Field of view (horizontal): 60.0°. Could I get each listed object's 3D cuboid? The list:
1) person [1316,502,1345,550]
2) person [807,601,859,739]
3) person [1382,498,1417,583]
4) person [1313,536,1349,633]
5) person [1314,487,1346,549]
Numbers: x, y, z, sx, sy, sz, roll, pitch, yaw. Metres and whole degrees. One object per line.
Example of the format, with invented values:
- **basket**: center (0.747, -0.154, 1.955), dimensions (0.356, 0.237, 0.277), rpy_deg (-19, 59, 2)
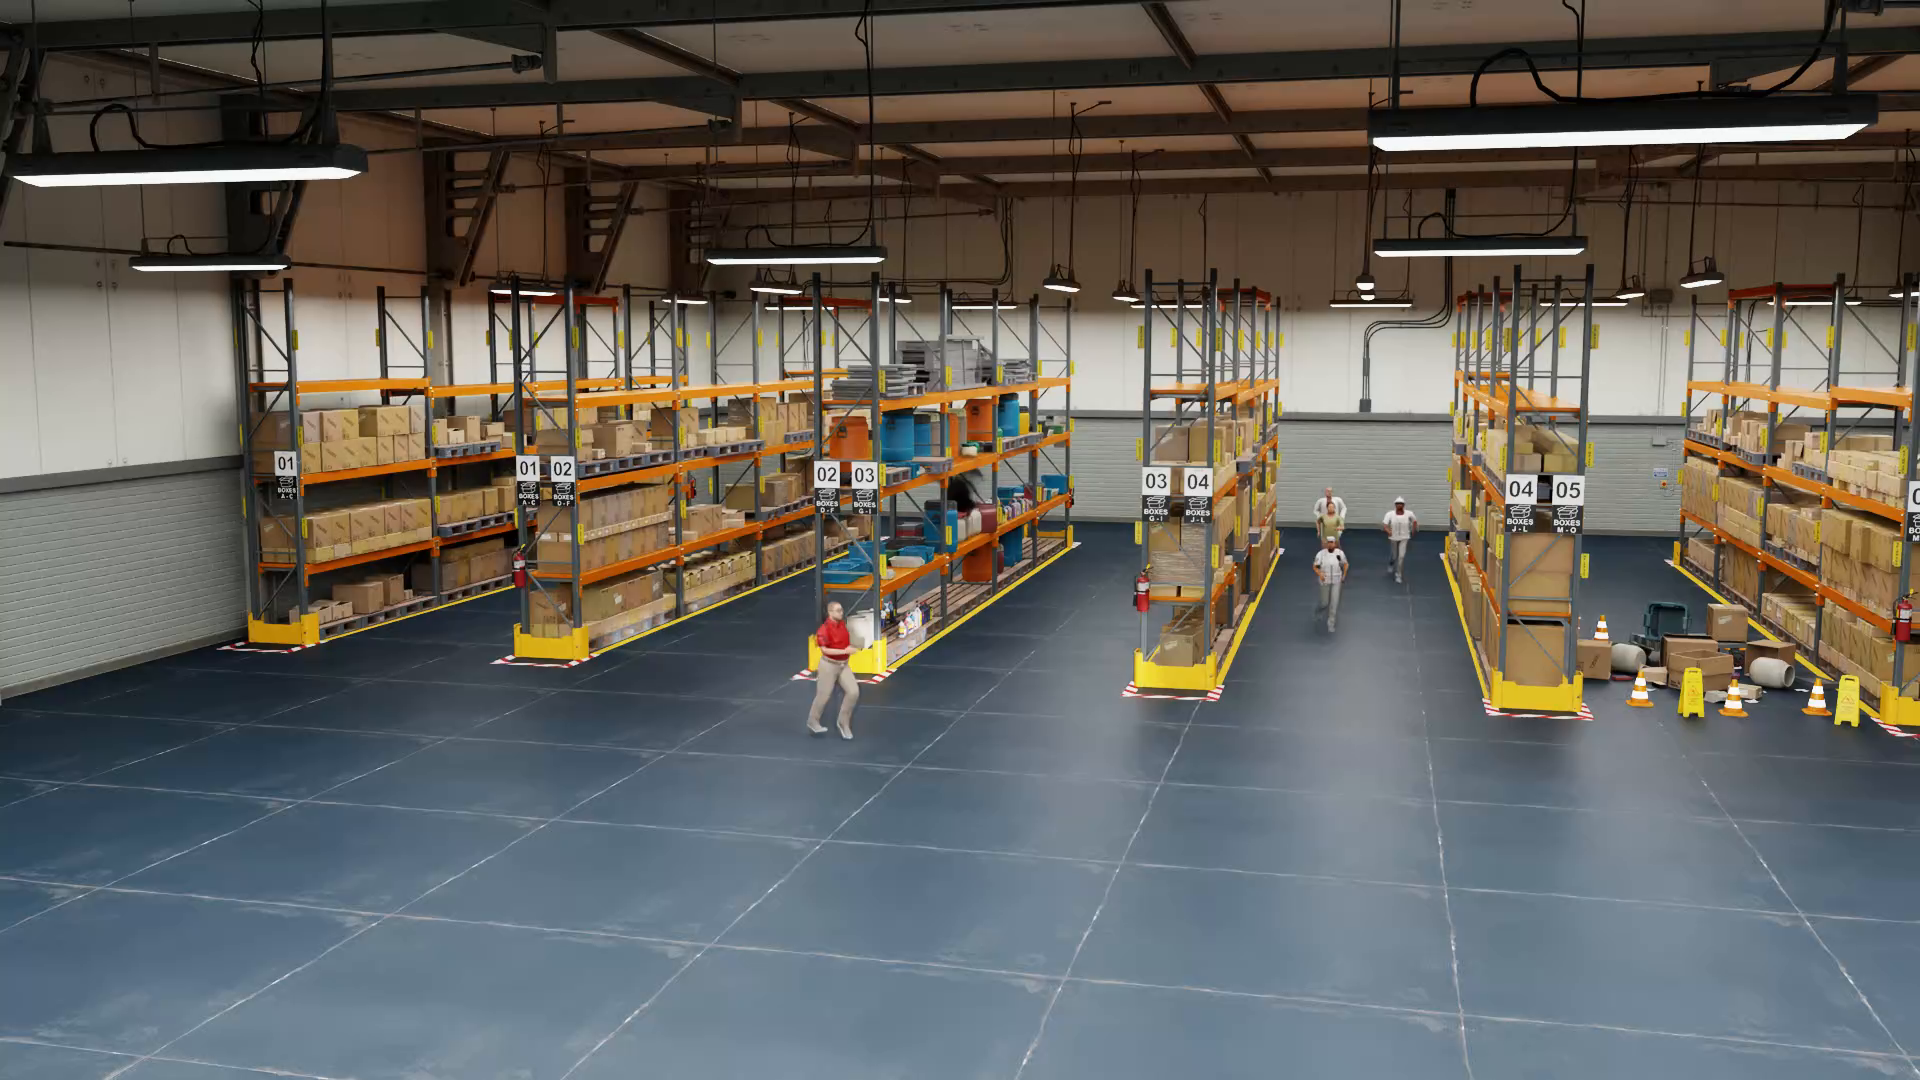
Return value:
- **person**: center (7.643, 0.160, 34.349), dimensions (0.570, 1.412, 0.960), rpy_deg (1, 7, 10)
- **person**: center (-1.577, 1.656, 20.959), dimensions (0.849, 1.787, 0.630), rpy_deg (5, 9, 38)
- **person**: center (9.184, -0.016, 34.745), dimensions (0.708, 1.761, 0.862), rpy_deg (2, 7, 13)
- **person**: center (6.443, 0.745, 28.908), dimensions (0.612, 1.660, 0.740), rpy_deg (1, 7, 7)
- **person**: center (8.284, -0.327, 37.257), dimensions (0.721, 1.734, 0.574), rpy_deg (1, 7, 10)
